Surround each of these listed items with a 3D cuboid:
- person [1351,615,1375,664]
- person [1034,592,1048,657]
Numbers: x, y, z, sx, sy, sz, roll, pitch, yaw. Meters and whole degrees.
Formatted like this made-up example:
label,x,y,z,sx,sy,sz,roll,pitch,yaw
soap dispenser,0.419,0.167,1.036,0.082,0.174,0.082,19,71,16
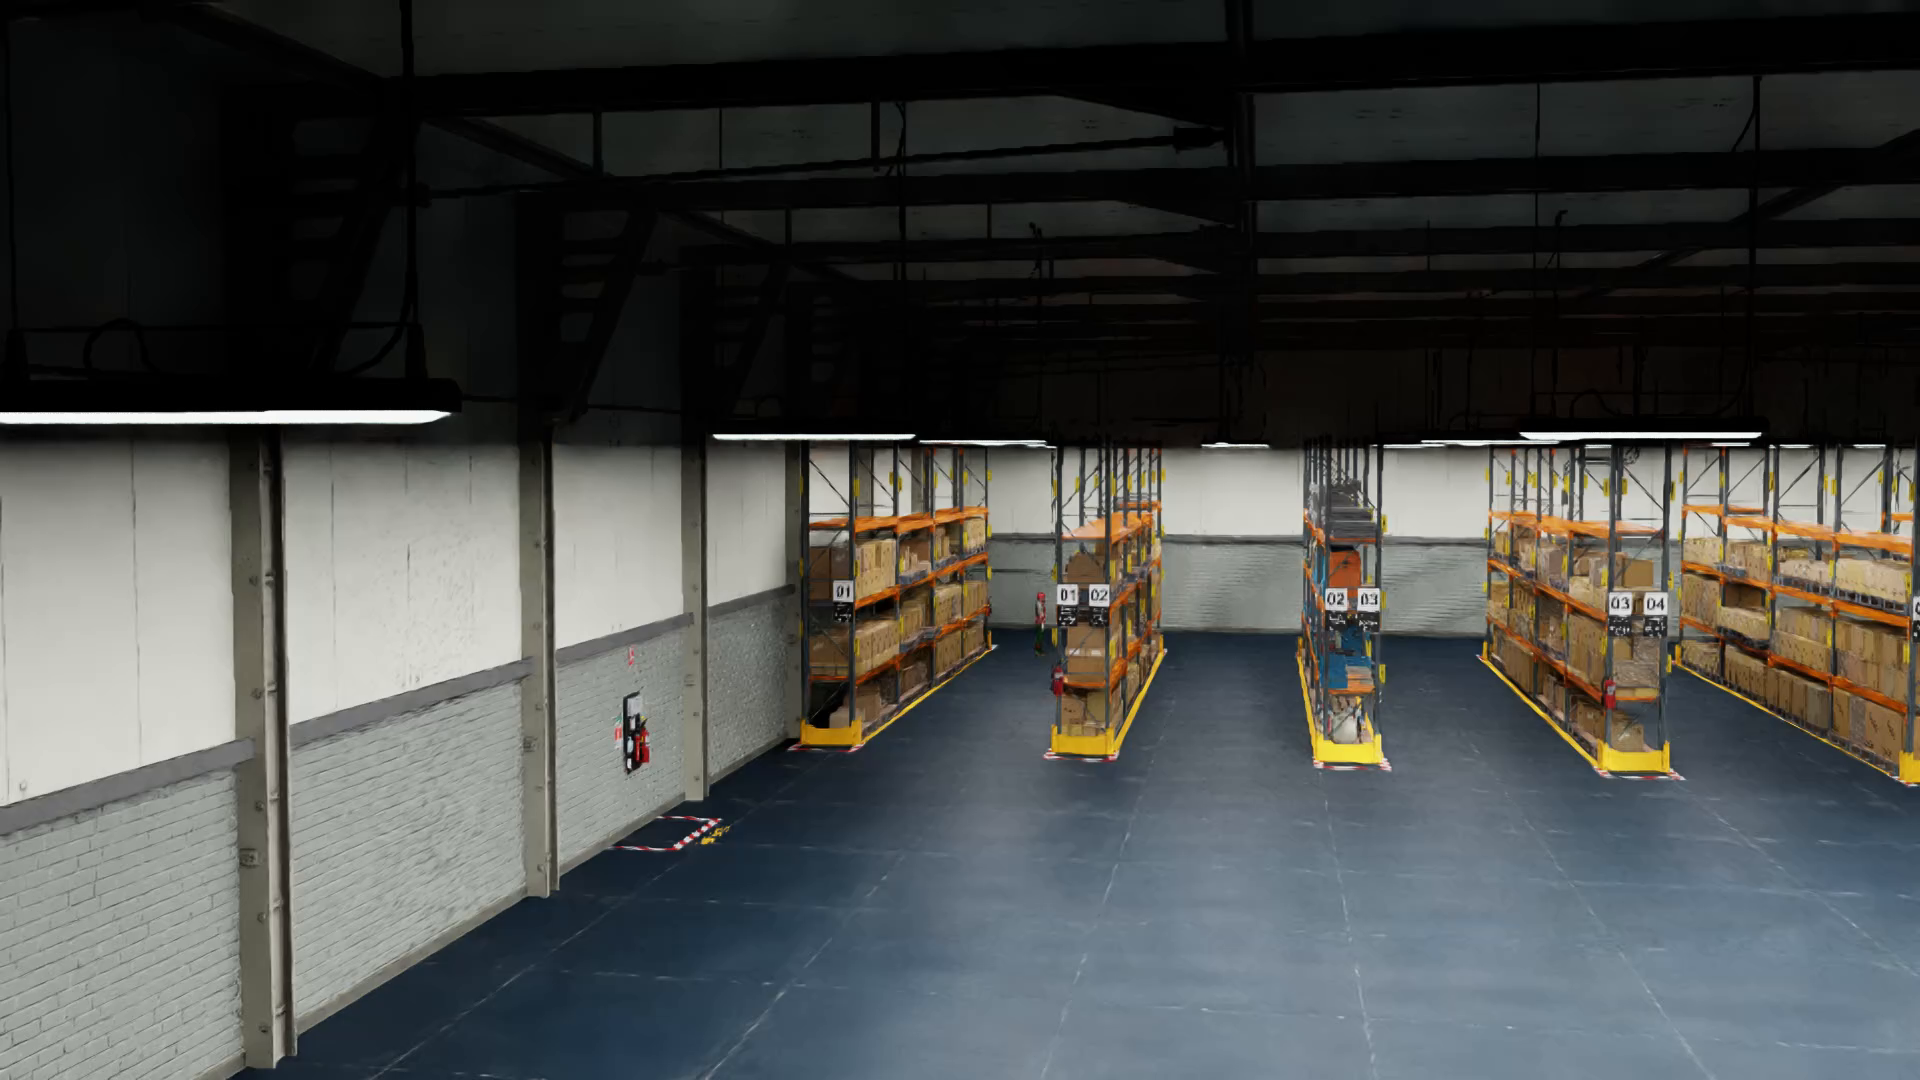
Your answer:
label,x,y,z,sx,sy,sz,roll,pitch,yaw
person,10.670,2.453,44.480,0.701,1.718,0.849,0,3,-6
person,2.246,2.320,46.013,0.397,1.789,0.647,0,3,0
